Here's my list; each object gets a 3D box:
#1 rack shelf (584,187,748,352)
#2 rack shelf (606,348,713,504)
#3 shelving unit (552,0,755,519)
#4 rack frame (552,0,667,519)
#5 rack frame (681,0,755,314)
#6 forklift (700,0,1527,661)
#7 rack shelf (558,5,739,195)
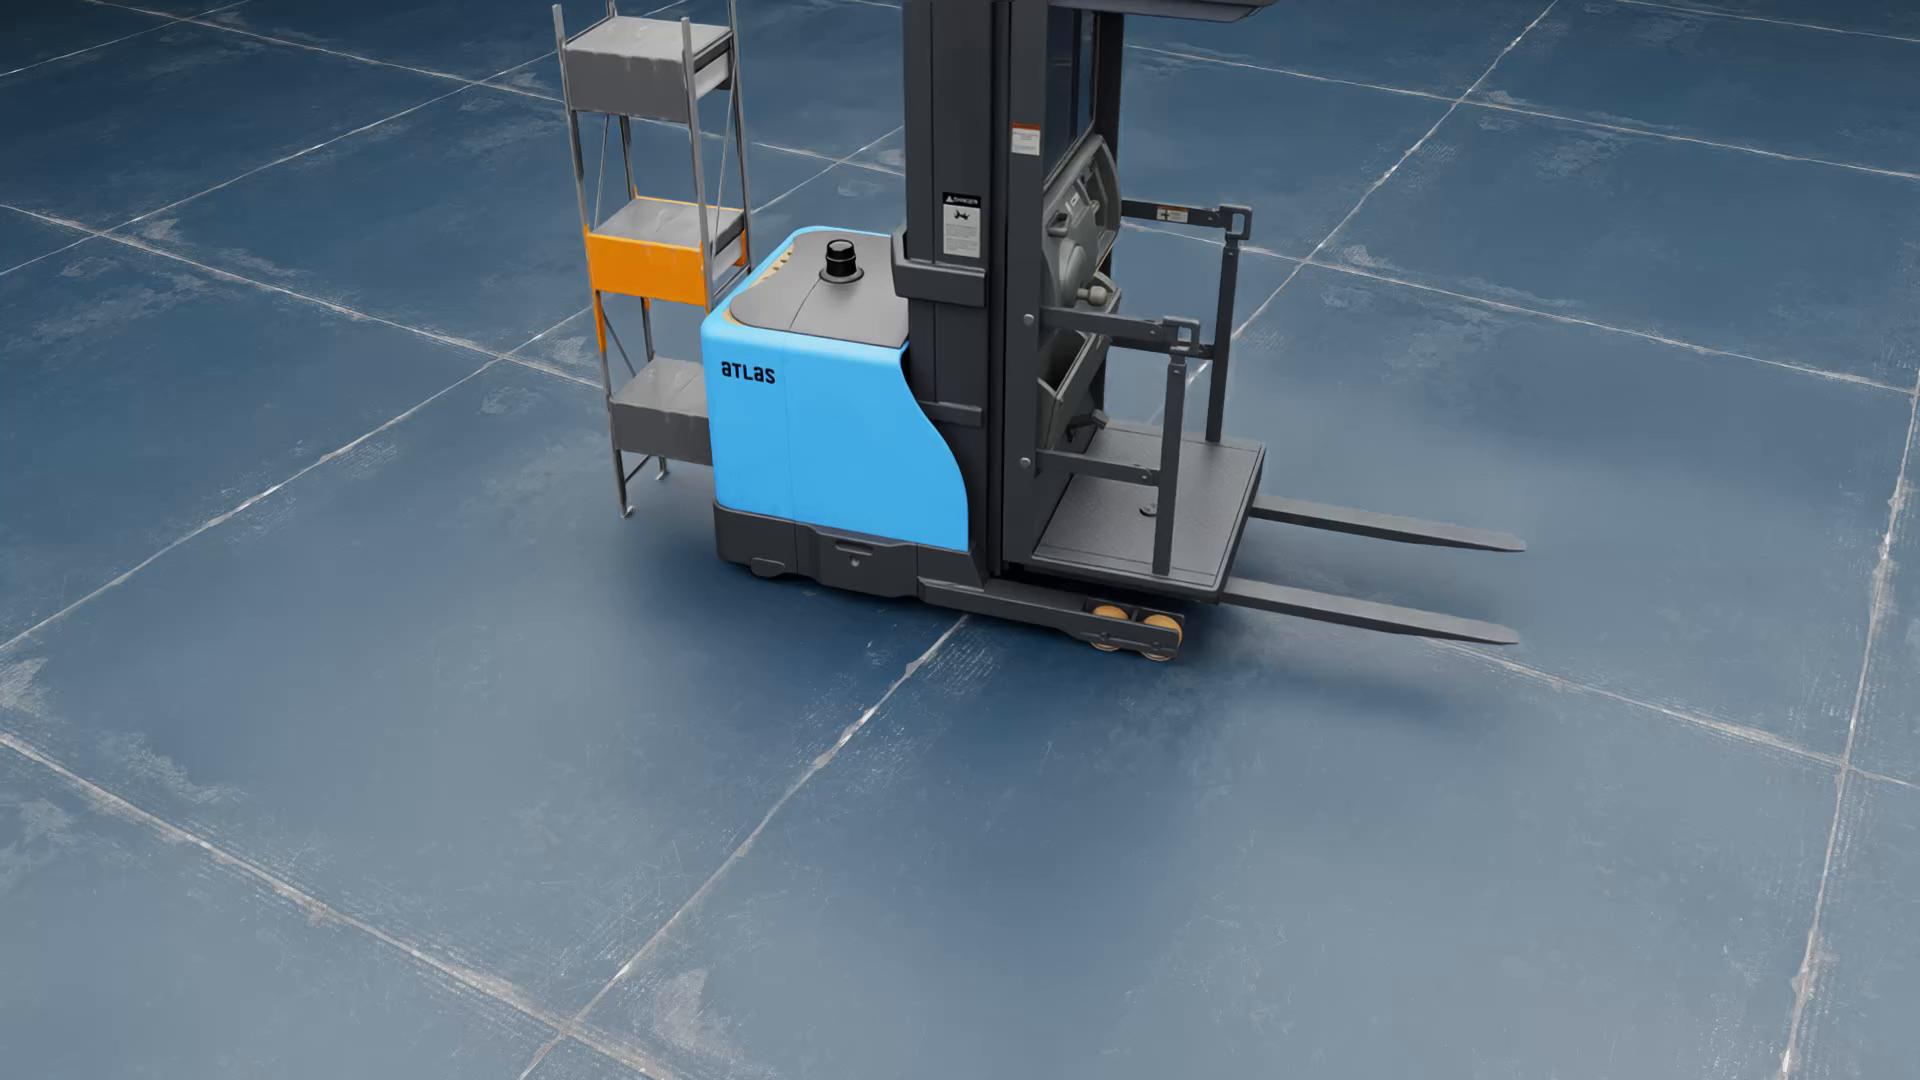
[{"bbox_3d":[-1.103,-1.013,6.401,0.480,0.518,0.431,10,35,15],"label":"rack shelf"},{"bbox_3d":[-1.103,-0.430,6.789,0.480,0.518,0.431,10,35,15],"label":"rack shelf"},{"bbox_3d":[-1.103,-1.024,6.394,0.503,2.100,0.431,10,35,15],"label":"shelving unit"},{"bbox_3d":[-1.335,-1.066,6.456,0.015,2.100,0.400,10,35,15],"label":"rack frame"},{"bbox_3d":[-0.871,-0.983,6.331,0.015,2.100,0.400,10,35,15],"label":"rack frame"},{"bbox_3d":[0.616,-1.109,5.771,3.031,2.935,1.130,10,35,15],"label":"forklift"},{"bbox_3d":[-1.103,-1.596,6.013,0.480,0.518,0.431,10,35,15],"label":"rack shelf"}]
